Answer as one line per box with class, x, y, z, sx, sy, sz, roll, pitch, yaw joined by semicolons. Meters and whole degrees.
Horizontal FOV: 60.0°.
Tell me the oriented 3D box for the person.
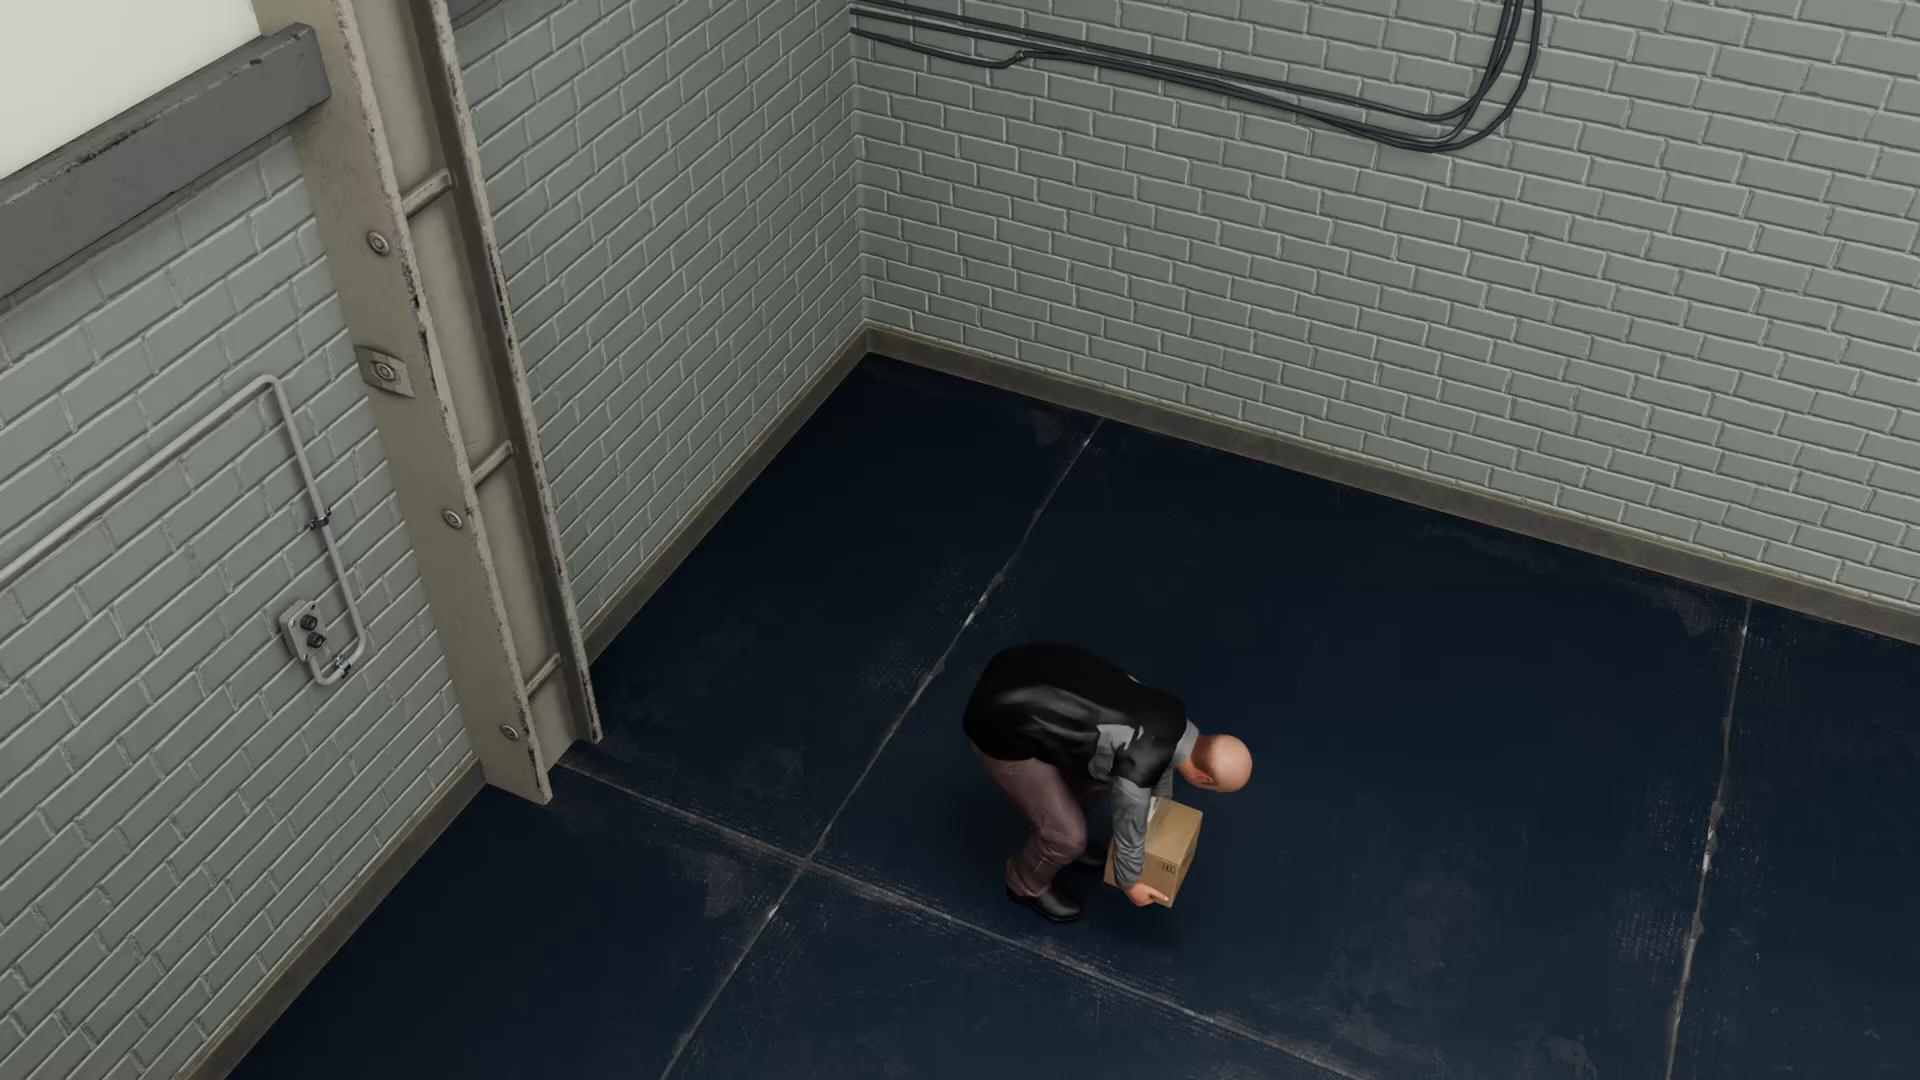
person;0.489;0.868;5.680;0.960;1.088;0.464;16;44;17
